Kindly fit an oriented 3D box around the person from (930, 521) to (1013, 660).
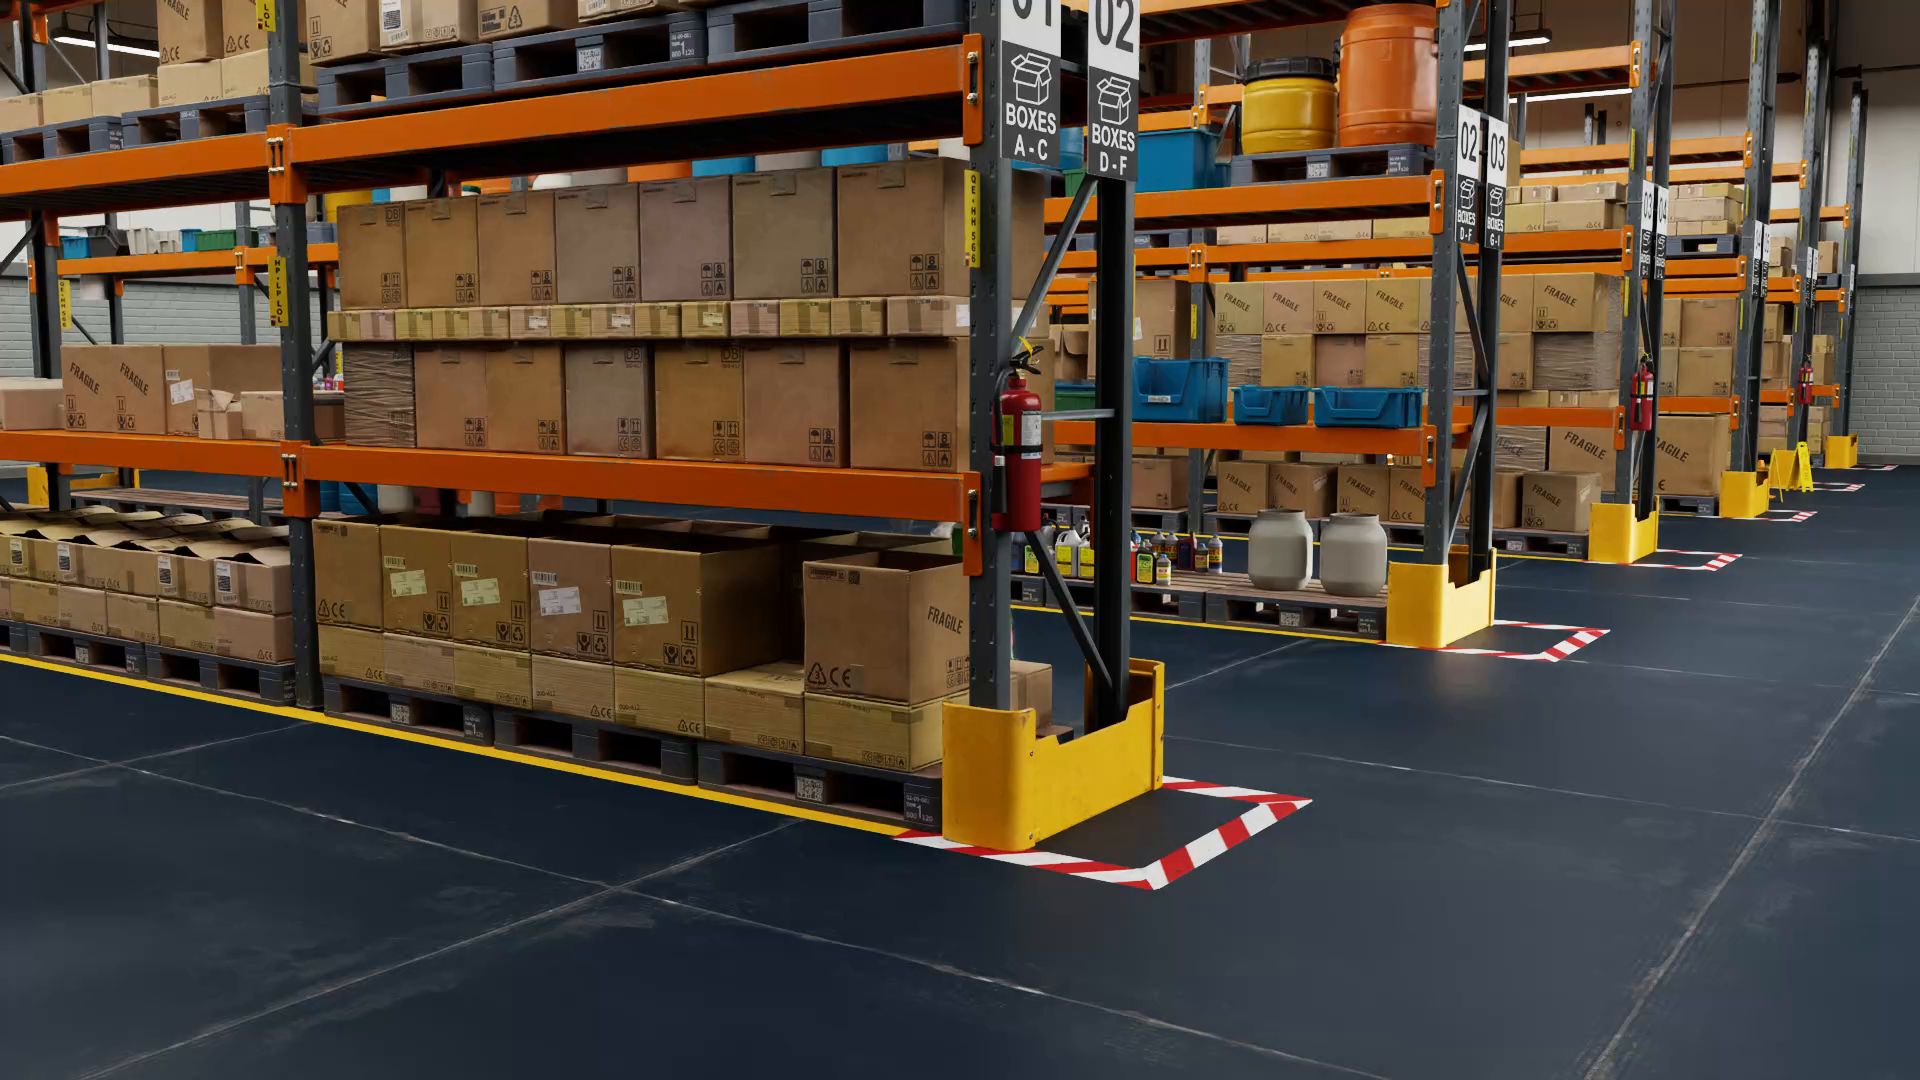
[{"bbox_3d":[0.070,-0.064,8.248,0.338,1.783,0.525,4,8,35],"label":"person"}]
